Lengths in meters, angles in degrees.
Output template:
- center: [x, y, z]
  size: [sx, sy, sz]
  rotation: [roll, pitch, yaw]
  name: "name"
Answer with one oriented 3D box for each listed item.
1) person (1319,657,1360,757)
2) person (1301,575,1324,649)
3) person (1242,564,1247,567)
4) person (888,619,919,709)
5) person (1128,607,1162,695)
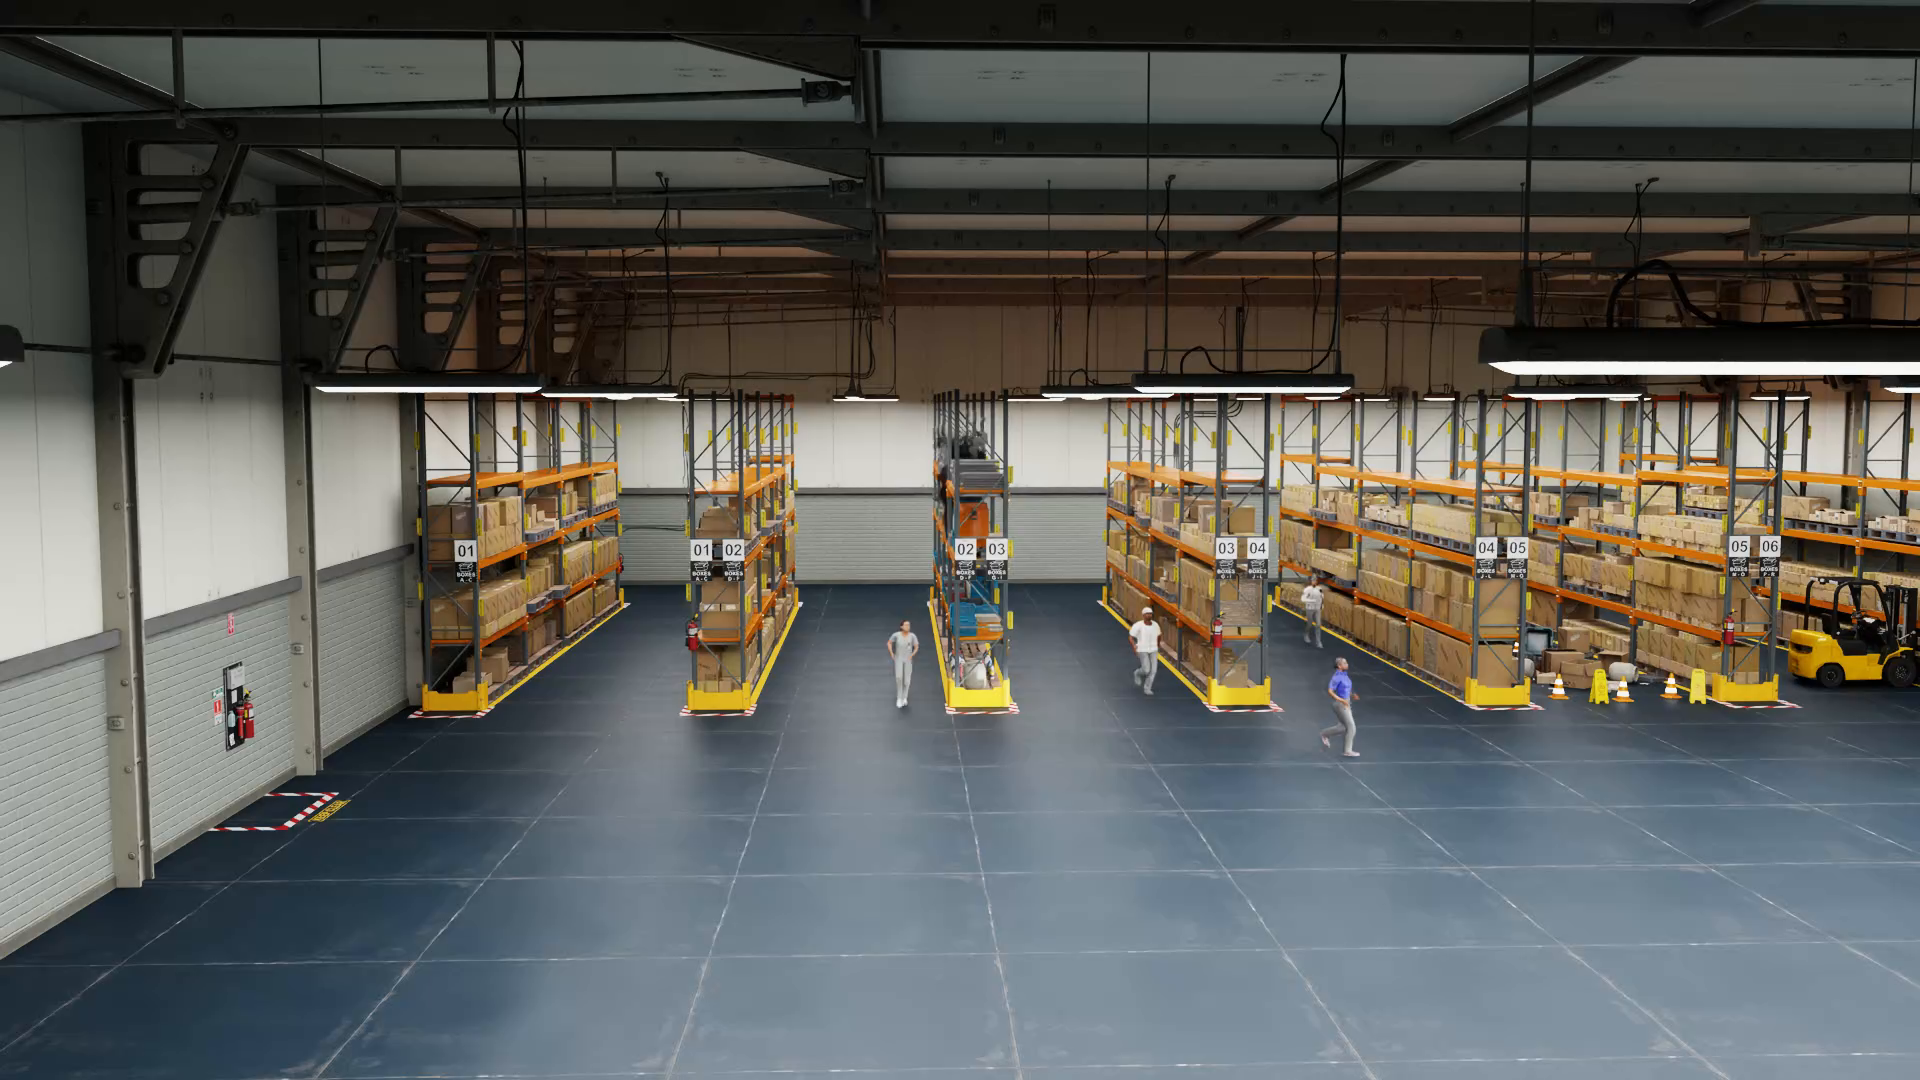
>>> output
- center: [6.188, 2.712, 27.104]
  size: [0.681, 1.597, 0.580]
  rotation: [2, 5, 28]
  name: "person"
- center: [8.335, 1.660, 39.215]
  size: [0.612, 1.696, 0.920]
  rotation: [-1, 5, -7]
  name: "person"
- center: [7.932, 1.112, 46.413]
  size: [0.610, 1.738, 0.702]
  rotation: [0, 5, 2]
  name: "person"
- center: [-1.067, 2.329, 31.530]
  size: [0.575, 1.674, 0.668]
  rotation: [-1, 5, -8]
  name: "person"
- center: [3.693, 2.185, 32.912]
  size: [0.702, 1.721, 0.589]
  rotation: [-2, 5, -18]
  name: "person"
